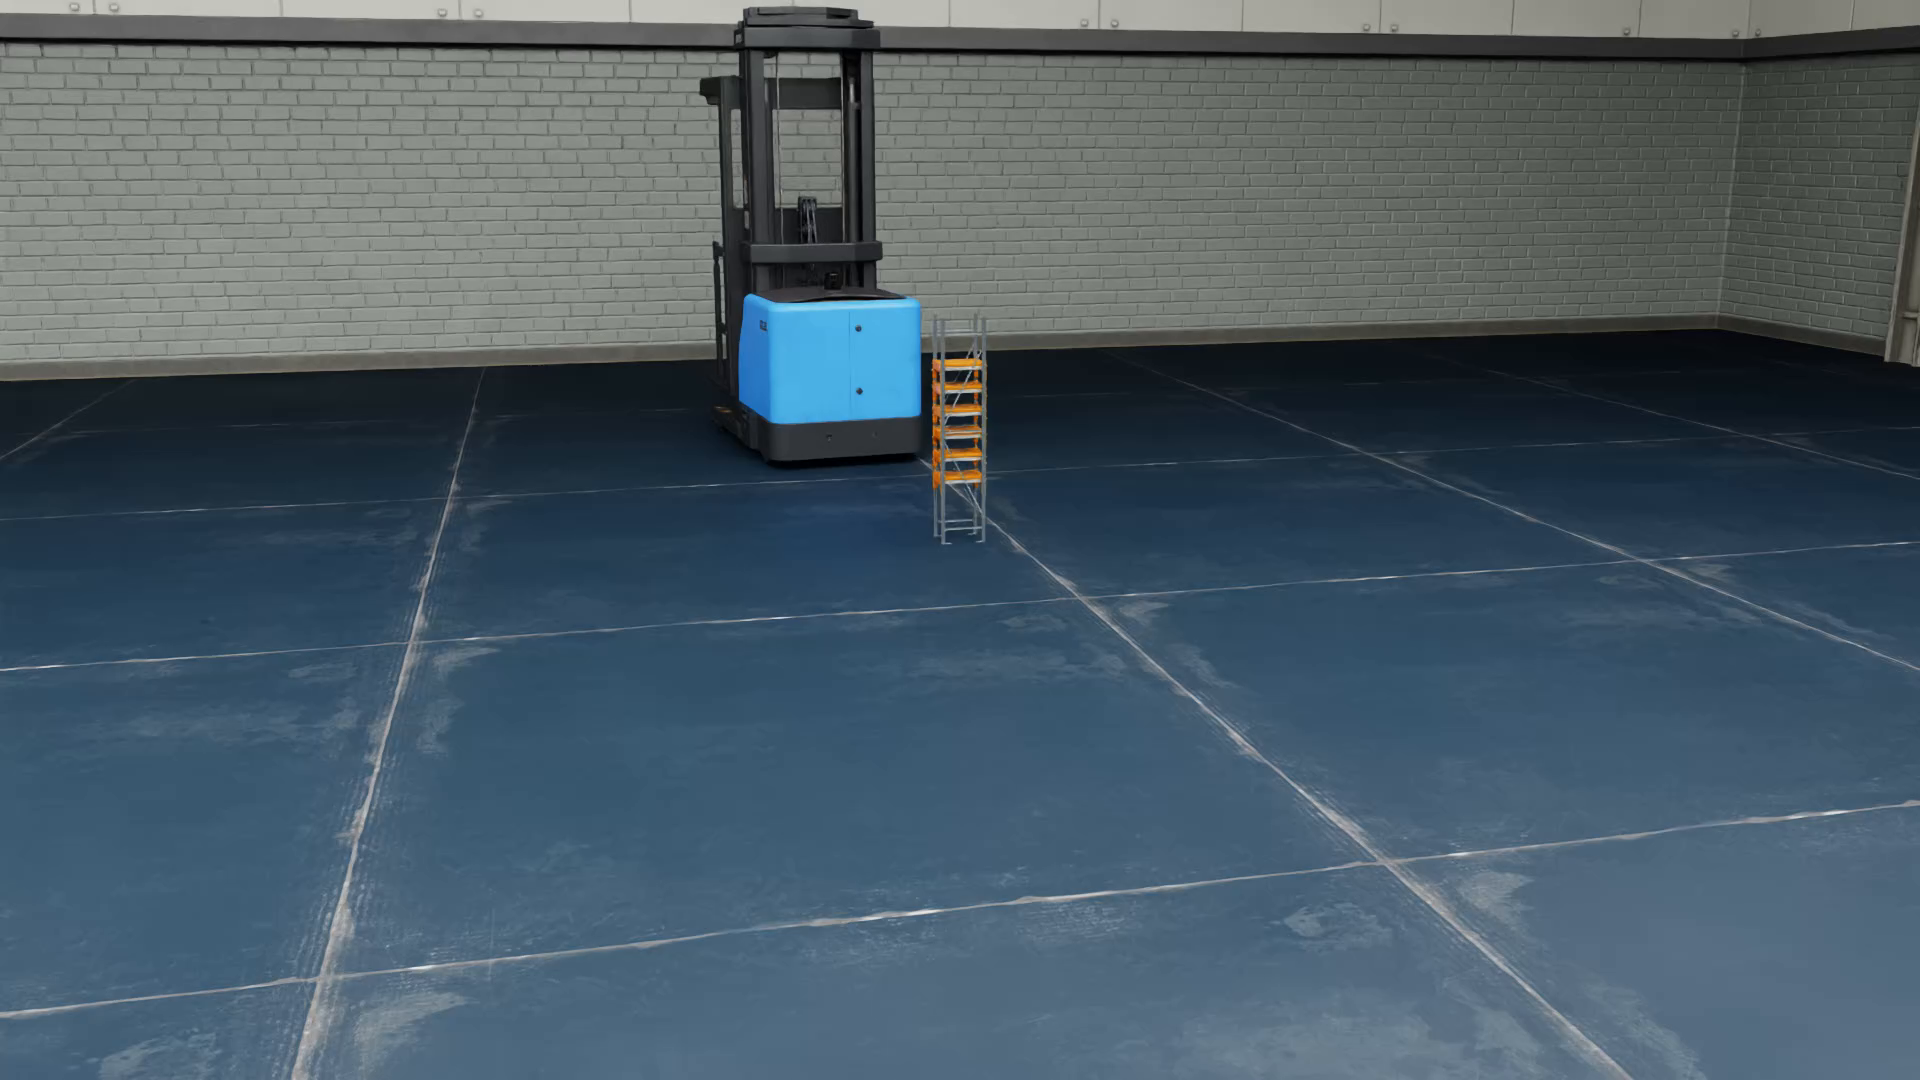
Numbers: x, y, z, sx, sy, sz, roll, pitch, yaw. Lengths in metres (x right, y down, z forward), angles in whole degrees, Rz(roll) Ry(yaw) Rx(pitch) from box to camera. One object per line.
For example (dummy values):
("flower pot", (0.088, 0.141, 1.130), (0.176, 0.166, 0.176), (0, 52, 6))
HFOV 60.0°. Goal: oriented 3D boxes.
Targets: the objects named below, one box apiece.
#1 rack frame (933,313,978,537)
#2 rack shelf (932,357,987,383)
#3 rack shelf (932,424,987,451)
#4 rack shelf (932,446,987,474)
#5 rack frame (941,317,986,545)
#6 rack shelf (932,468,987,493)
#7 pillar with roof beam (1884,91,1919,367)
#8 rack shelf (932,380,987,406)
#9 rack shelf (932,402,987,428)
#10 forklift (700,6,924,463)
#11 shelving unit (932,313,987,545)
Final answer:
("rack frame", (-0.025, -0.607, 8.885), (0.240, 1.200, 0.006), (-3, 14, -13))
("rack shelf", (-0.003, -0.893, 8.723), (0.258, 0.103, 0.180), (-3, 14, -13))
("rack shelf", (-0.003, -0.543, 8.809), (0.258, 0.103, 0.180), (-3, 14, -13))
("rack shelf", (-0.003, -0.426, 8.837), (0.258, 0.103, 0.180), (-3, 14, -13))
("rack frame", (0.018, -0.565, 8.712), (0.240, 1.200, 0.006), (-3, 14, -13))
("rack shelf", (-0.003, -0.310, 8.866), (0.258, 0.103, 0.180), (-3, 14, -13))
("pillar with roof beam", (4.868, -5.810, 13.748), (9.100, 9.000, 0.400), (-3, 14, -13))
("rack shelf", (-0.003, -0.776, 8.752), (0.258, 0.103, 0.180), (-3, 14, -13))
("rack shelf", (-0.003, -0.660, 8.780), (0.258, 0.103, 0.180), (-3, 14, -13))
("forklift", (-1.209, -2.236, 11.905), (1.130, 2.935, 3.031), (-5, 15, -19))
("shelving unit", (-0.003, -0.586, 8.798), (0.258, 1.200, 0.189), (-3, 14, -13))
